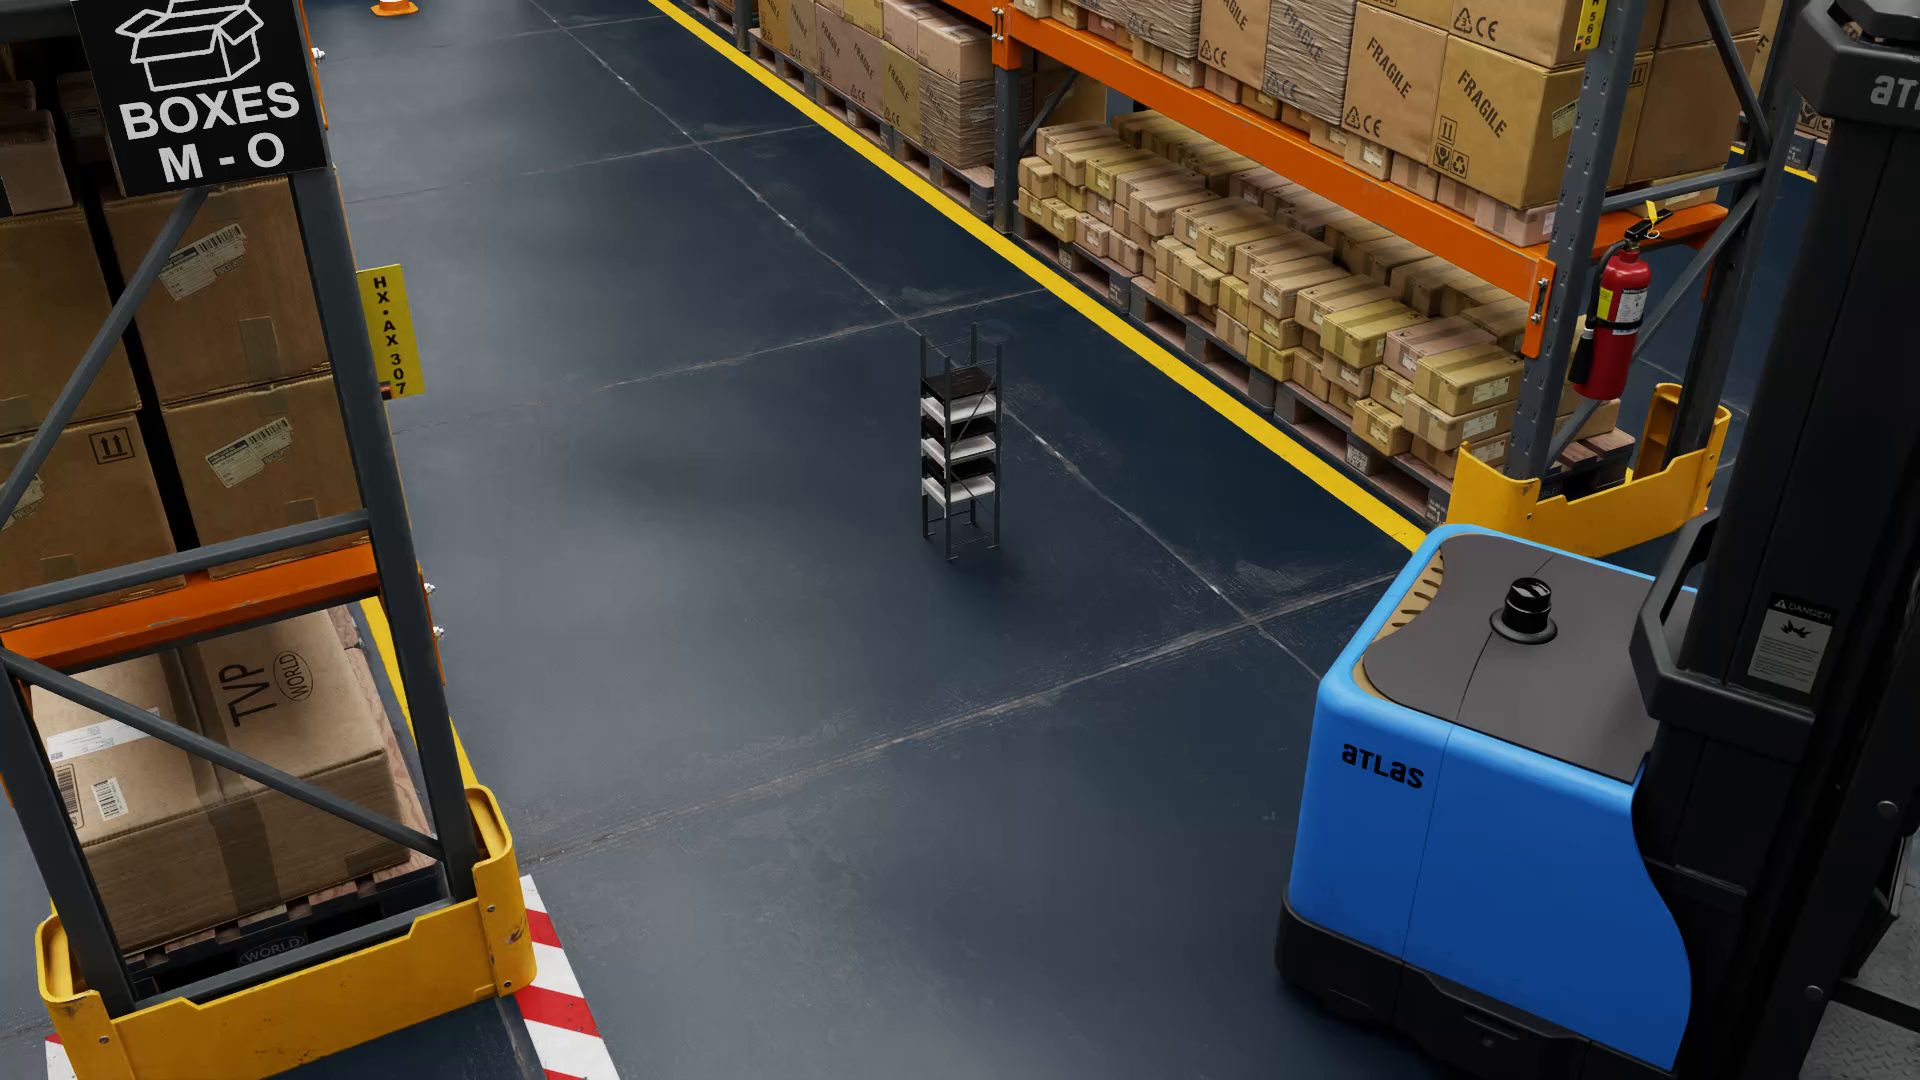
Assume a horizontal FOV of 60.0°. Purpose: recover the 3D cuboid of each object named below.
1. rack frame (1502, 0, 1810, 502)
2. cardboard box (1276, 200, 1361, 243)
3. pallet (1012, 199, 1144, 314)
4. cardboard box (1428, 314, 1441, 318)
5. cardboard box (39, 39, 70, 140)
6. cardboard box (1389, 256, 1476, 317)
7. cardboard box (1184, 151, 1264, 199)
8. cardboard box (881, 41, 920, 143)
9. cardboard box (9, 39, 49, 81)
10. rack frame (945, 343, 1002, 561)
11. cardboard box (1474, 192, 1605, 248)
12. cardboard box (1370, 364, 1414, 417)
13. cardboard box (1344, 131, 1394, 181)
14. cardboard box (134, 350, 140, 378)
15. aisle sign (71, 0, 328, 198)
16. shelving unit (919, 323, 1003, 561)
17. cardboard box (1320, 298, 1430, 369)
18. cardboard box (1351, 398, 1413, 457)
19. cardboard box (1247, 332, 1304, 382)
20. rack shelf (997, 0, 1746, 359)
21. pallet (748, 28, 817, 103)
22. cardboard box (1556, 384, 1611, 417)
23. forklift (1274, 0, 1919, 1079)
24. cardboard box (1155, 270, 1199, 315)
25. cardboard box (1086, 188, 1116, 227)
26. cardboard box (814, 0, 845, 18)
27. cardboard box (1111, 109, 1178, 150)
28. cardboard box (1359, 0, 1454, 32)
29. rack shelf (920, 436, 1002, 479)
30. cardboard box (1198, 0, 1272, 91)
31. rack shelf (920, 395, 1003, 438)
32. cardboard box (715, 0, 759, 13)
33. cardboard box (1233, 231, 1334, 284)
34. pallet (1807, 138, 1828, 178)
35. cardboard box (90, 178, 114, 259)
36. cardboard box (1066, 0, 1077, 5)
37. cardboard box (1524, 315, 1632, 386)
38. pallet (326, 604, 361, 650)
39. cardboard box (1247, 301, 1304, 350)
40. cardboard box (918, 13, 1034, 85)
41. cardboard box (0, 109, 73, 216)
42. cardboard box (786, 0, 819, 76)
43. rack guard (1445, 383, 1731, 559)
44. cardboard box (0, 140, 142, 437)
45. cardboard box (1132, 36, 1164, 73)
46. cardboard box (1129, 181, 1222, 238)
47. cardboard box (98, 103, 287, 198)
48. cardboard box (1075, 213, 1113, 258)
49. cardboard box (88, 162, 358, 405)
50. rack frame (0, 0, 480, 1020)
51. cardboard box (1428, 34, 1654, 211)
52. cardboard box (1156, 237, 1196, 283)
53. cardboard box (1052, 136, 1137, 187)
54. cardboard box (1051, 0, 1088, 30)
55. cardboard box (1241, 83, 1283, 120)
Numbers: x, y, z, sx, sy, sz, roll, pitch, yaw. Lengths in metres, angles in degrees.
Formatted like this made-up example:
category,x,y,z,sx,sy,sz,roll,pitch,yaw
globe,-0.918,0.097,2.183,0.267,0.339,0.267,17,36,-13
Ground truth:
category,x,y,z,sx,sy,sz,roll,pitch,yaw
rack frame,2.526,-1.235,5.896,1.000,3.000,0.127,-16,36,-23
cardboard box,1.749,-1.516,8.038,0.380,0.149,0.250,-16,36,-23
pallet,1.005,-1.658,9.142,1.003,0.211,1.213,-16,36,-23
cardboard box,2.215,-1.040,7.571,0.380,0.149,0.250,-15,35,-22
cardboard box,-2.971,-1.294,4.970,0.500,0.500,0.500,-16,36,-23
cardboard box,2.154,-1.148,7.464,0.380,0.149,0.250,-18,37,-25
cardboard box,1.386,-1.894,8.627,0.380,0.149,0.250,-15,35,-22
cardboard box,-0.146,-2.803,10.272,0.500,0.500,0.500,-17,36,-24
cardboard box,-2.625,-1.289,4.360,0.380,0.149,0.250,-16,36,-24
rack frame,0.051,-0.327,6.425,0.240,0.900,0.006,-16,36,-23
cardboard box,2.124,-1.213,6.096,0.380,0.149,0.250,-16,36,-23
cardboard box,1.953,-0.655,6.969,0.380,0.149,0.250,-17,36,-24
cardboard box,1.771,-1.573,6.658,0.380,0.149,0.250,-15,36,-22
cardboard box,-2.734,-0.633,4.865,0.500,0.500,0.500,-15,36,-22
aisle sign,-1.516,-1.075,3.237,0.394,0.787,0.004,-16,36,-23
shelving unit,0.004,-0.375,6.501,0.258,0.900,0.210,-16,36,-23
cardboard box,1.755,-0.876,7.039,0.380,0.149,0.250,-17,36,-24
cardboard box,1.887,-0.507,7.014,0.380,0.149,0.250,-15,35,-22
cardboard box,1.539,-0.875,7.589,0.380,0.149,0.250,-18,37,-25
rack shelf,1.594,-1.886,7.580,1.077,0.370,4.000,-16,36,-23
pallet,-0.841,-3.505,12.025,1.003,0.211,1.213,-16,36,-23
cardboard box,2.509,-0.651,6.963,0.380,0.149,0.250,-14,35,-21
forklift,2.416,0.243,3.654,3.031,2.935,1.130,19,37,27
cardboard box,1.187,-1.256,8.184,0.380,0.149,0.250,-17,36,-24
cardboard box,0.890,-1.786,8.735,0.380,0.149,0.250,-16,36,-23
cardboard box,-0.641,-3.621,10.854,0.500,0.250,0.500,-16,36,-23
cardboard box,1.057,-2.266,9.208,0.380,0.149,0.250,-15,36,-22
cardboard box,1.856,-2.221,6.140,0.500,0.500,0.500,-17,36,-25
rack shelf,0.004,-0.347,6.519,0.258,0.077,0.200,-16,36,-23
cardboard box,1.385,-2.279,7.158,0.500,0.500,0.500,-14,35,-21
rack shelf,0.004,-0.499,6.422,0.258,0.077,0.200,-16,36,-23
cardboard box,-1.408,-4.595,12.838,1.050,0.750,0.750,-16,36,-24
cardboard box,1.492,-1.284,7.675,0.380,0.149,0.250,-17,36,-25
pallet,5.954,-2.203,9.993,1.003,0.211,1.213,-16,36,-23
cardboard box,-2.506,-1.001,5.440,0.500,0.500,0.500,-15,35,-22
cardboard box,0.669,-3.011,8.301,0.500,0.500,0.500,-17,36,-24
cardboard box,2.582,-0.797,6.915,0.380,0.149,0.250,-18,37,-25
pallet,-2.813,0.289,6.103,1.003,0.211,1.213,-16,36,-23
cardboard box,1.531,-1.008,7.520,0.380,0.149,0.250,-15,36,-22
cardboard box,0.090,-2.875,9.690,0.500,0.250,0.500,-17,36,-24
cardboard box,-2.150,-0.798,3.595,0.380,0.149,0.250,-15,36,-22
cardboard box,-0.862,-3.536,11.416,0.500,0.500,0.500,-15,36,-23
rack guard,2.491,-0.218,6.627,1.175,0.500,0.348,-16,36,-23
cardboard box,-2.241,-0.575,3.847,0.500,0.500,0.500,-15,35,-22
cardboard box,1.042,-2.334,7.845,0.380,0.149,0.250,-15,36,-22
cardboard box,1.064,-1.639,8.229,0.380,0.149,0.250,-15,36,-22
cardboard box,-1.727,-0.917,3.779,0.380,0.149,0.250,-15,36,-22
cardboard box,0.833,-1.633,8.771,0.380,0.149,0.250,-16,36,-23
cardboard box,-1.778,-0.705,4.051,0.500,0.500,0.500,-17,36,-24
rack frame,-1.806,0.059,3.878,1.000,3.000,0.127,-16,36,-23
cardboard box,2.089,-1.552,6.023,0.500,0.500,0.500,-15,36,-22
cardboard box,1.182,-1.383,8.106,0.380,0.149,0.250,-16,36,-23
cardboard box,0.714,-2.008,8.805,0.380,0.149,0.250,-14,35,-21
cardboard box,0.690,-2.716,8.441,0.380,0.149,0.250,-15,36,-22
cardboard box,1.463,-1.973,7.281,0.380,0.149,0.250,-15,36,-22
